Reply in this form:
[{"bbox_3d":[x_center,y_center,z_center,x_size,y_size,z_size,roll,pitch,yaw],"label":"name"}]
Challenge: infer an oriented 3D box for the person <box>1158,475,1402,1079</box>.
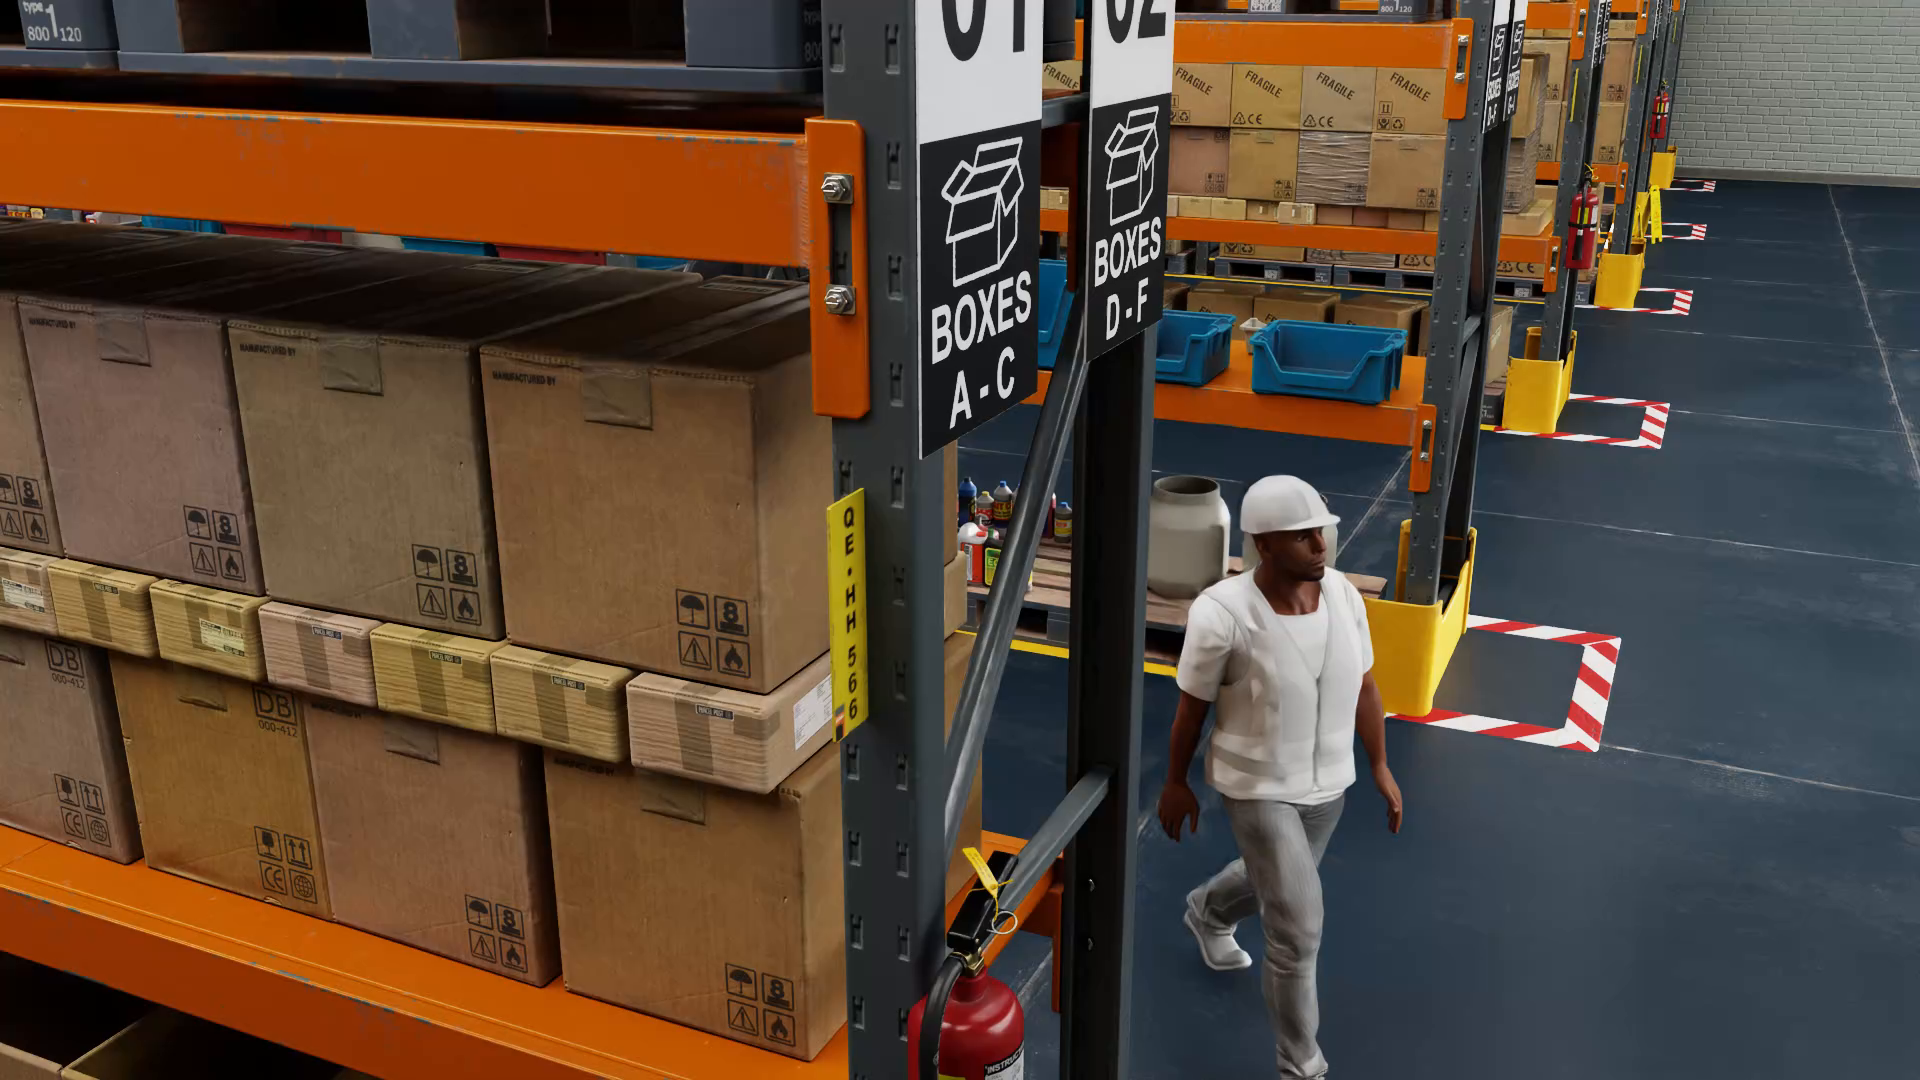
[{"bbox_3d":[0.907,0.658,4.615,0.600,1.731,1.014,-10,21,-26],"label":"person"}]
